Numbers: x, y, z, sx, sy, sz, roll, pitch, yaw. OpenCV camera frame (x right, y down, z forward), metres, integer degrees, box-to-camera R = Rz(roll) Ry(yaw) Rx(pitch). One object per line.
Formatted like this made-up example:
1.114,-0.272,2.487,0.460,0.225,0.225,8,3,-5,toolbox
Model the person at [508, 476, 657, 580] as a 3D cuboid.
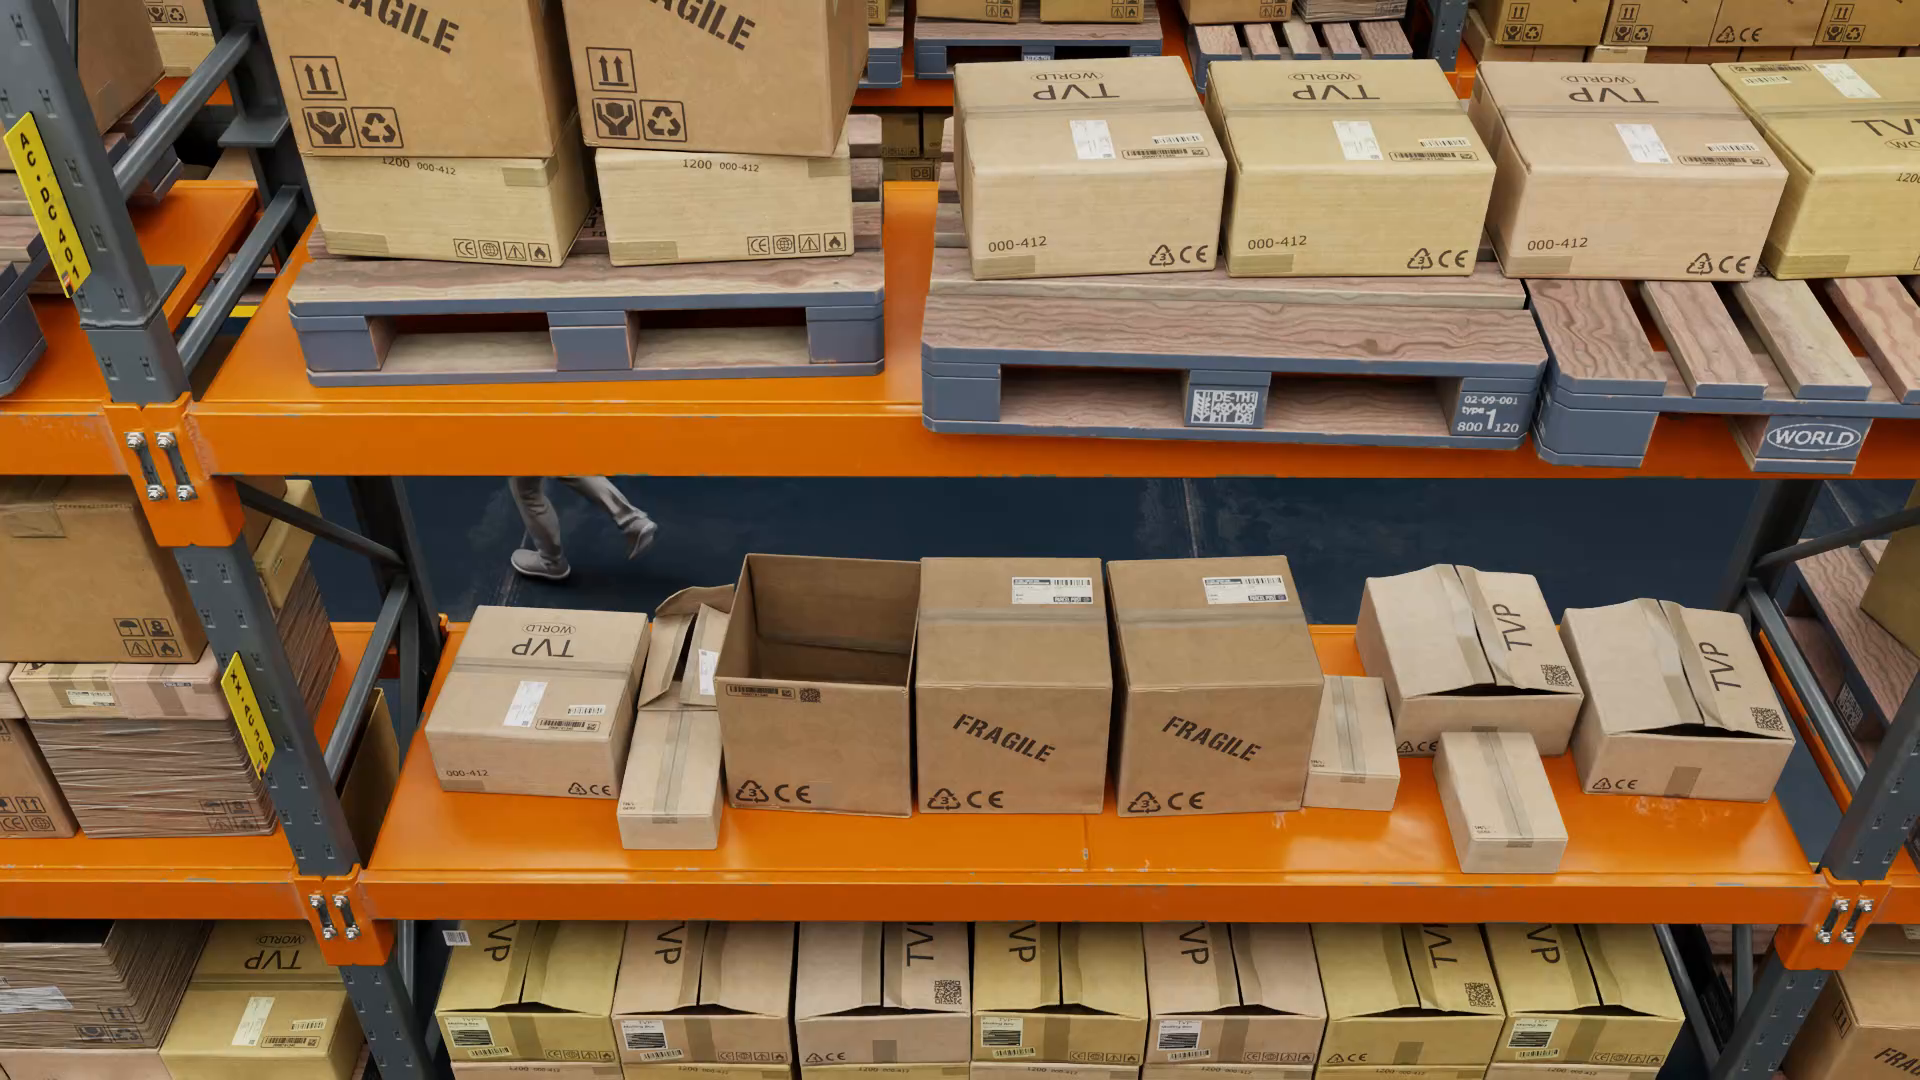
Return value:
-1.635,-0.494,6.691,0.664,1.671,0.485,15,42,17,person
